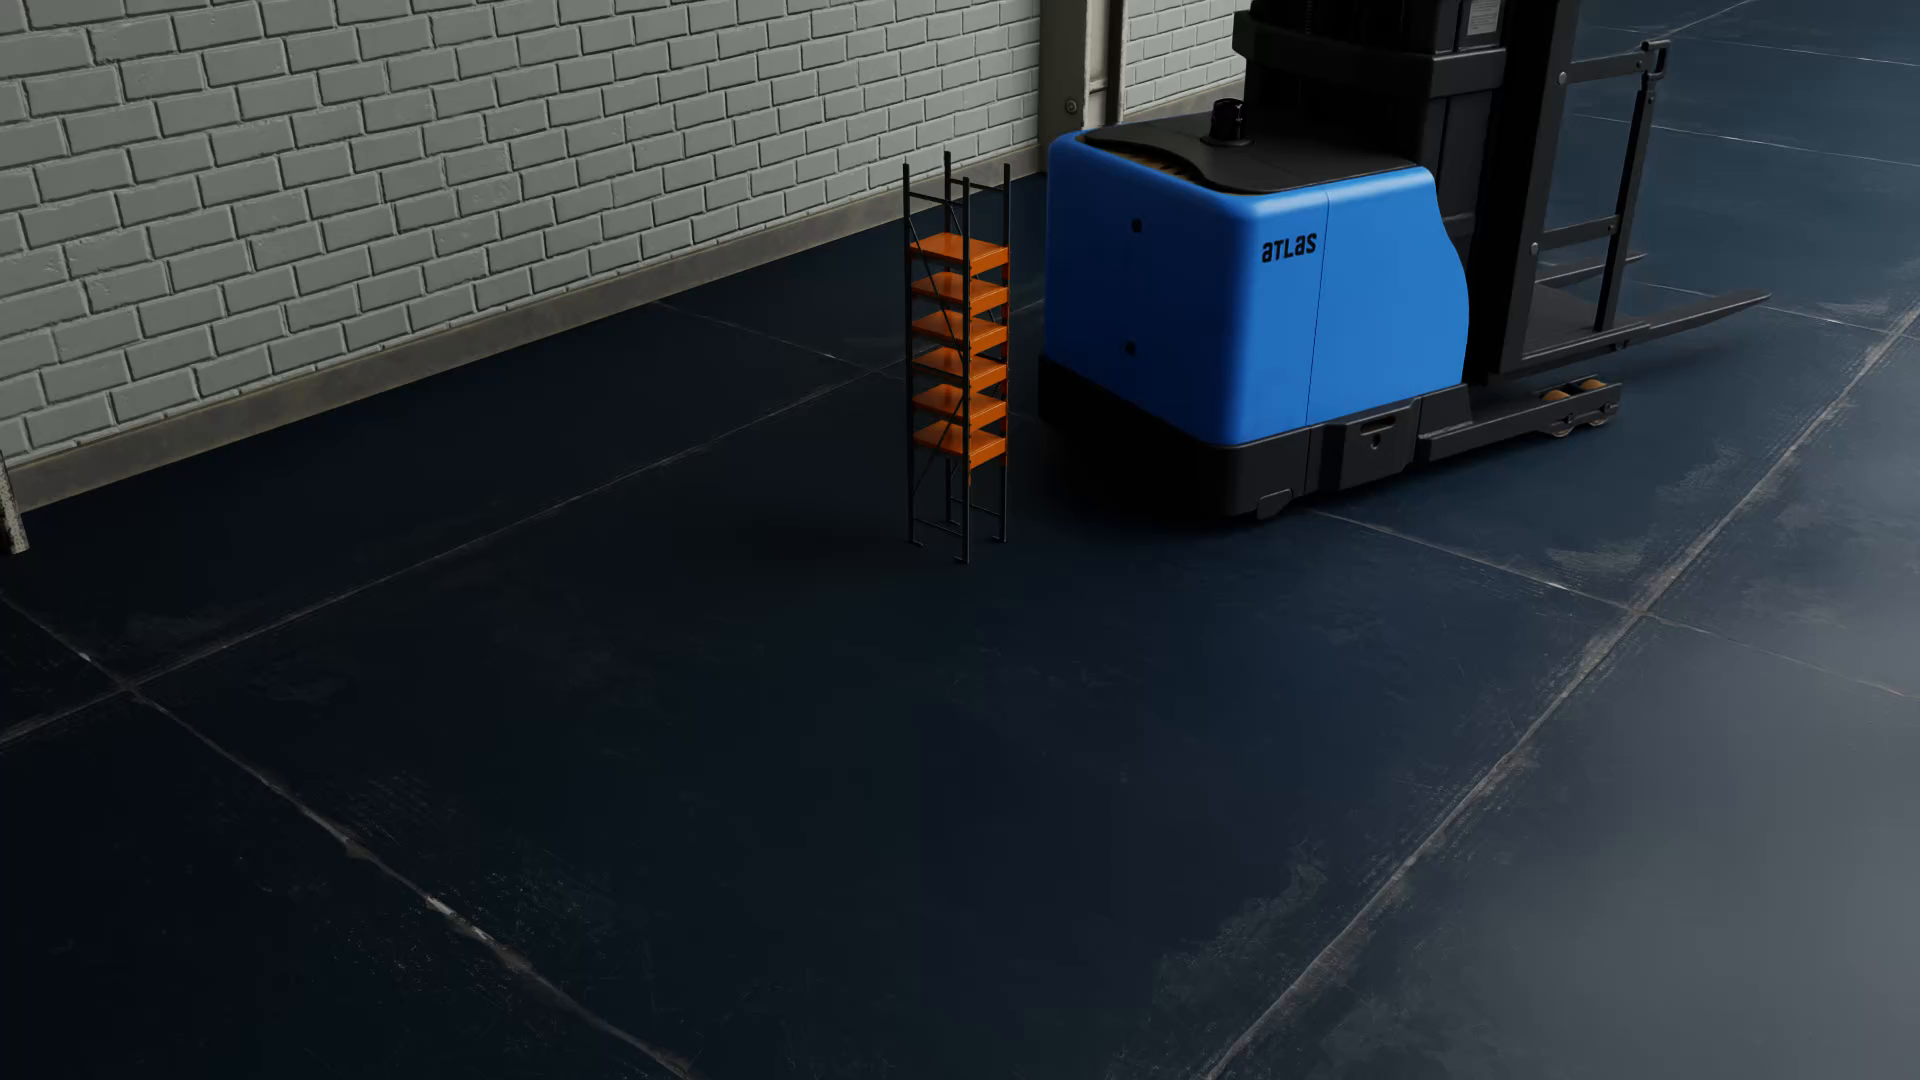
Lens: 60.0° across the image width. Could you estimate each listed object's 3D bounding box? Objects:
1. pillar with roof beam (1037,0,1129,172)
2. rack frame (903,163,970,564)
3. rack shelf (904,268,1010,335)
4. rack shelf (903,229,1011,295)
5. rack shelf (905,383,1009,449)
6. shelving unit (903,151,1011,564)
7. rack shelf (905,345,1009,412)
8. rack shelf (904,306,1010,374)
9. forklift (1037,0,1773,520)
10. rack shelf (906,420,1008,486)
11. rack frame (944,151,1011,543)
[{"bbox_3d":[3.986,-4.815,4.764,9.100,9.000,0.400,21,34,34],"label":"pillar with roof beam"},{"bbox_3d":[-0.067,-0.495,4.902,0.240,1.200,0.006,21,34,34],"label":"rack frame"},{"bbox_3d":[-0.009,-0.701,4.875,0.258,0.103,0.180,21,34,34],"label":"rack shelf"},{"bbox_3d":[-0.009,-0.808,4.819,0.258,0.103,0.180,21,34,34],"label":"rack shelf"},{"bbox_3d":[-0.009,-0.382,5.040,0.258,0.103,0.180,21,34,34],"label":"rack shelf"},{"bbox_3d":[-0.009,-0.528,4.964,0.258,1.200,0.189,21,34,34],"label":"shelving unit"},{"bbox_3d":[-0.009,-0.488,4.985,0.258,0.103,0.180,21,34,34],"label":"rack shelf"},{"bbox_3d":[-0.009,-0.595,4.930,0.258,0.103,0.180,21,34,34],"label":"rack shelf"},{"bbox_3d":[1.802,-1.859,5.654,3.031,2.935,1.130,-16,31,-28],"label":"forklift"},{"bbox_3d":[-0.009,-0.275,5.095,0.258,0.103,0.180,21,34,34],"label":"rack shelf"},{"bbox_3d":[0.049,-0.560,5.027,0.240,1.200,0.006,21,34,34],"label":"rack frame"}]
